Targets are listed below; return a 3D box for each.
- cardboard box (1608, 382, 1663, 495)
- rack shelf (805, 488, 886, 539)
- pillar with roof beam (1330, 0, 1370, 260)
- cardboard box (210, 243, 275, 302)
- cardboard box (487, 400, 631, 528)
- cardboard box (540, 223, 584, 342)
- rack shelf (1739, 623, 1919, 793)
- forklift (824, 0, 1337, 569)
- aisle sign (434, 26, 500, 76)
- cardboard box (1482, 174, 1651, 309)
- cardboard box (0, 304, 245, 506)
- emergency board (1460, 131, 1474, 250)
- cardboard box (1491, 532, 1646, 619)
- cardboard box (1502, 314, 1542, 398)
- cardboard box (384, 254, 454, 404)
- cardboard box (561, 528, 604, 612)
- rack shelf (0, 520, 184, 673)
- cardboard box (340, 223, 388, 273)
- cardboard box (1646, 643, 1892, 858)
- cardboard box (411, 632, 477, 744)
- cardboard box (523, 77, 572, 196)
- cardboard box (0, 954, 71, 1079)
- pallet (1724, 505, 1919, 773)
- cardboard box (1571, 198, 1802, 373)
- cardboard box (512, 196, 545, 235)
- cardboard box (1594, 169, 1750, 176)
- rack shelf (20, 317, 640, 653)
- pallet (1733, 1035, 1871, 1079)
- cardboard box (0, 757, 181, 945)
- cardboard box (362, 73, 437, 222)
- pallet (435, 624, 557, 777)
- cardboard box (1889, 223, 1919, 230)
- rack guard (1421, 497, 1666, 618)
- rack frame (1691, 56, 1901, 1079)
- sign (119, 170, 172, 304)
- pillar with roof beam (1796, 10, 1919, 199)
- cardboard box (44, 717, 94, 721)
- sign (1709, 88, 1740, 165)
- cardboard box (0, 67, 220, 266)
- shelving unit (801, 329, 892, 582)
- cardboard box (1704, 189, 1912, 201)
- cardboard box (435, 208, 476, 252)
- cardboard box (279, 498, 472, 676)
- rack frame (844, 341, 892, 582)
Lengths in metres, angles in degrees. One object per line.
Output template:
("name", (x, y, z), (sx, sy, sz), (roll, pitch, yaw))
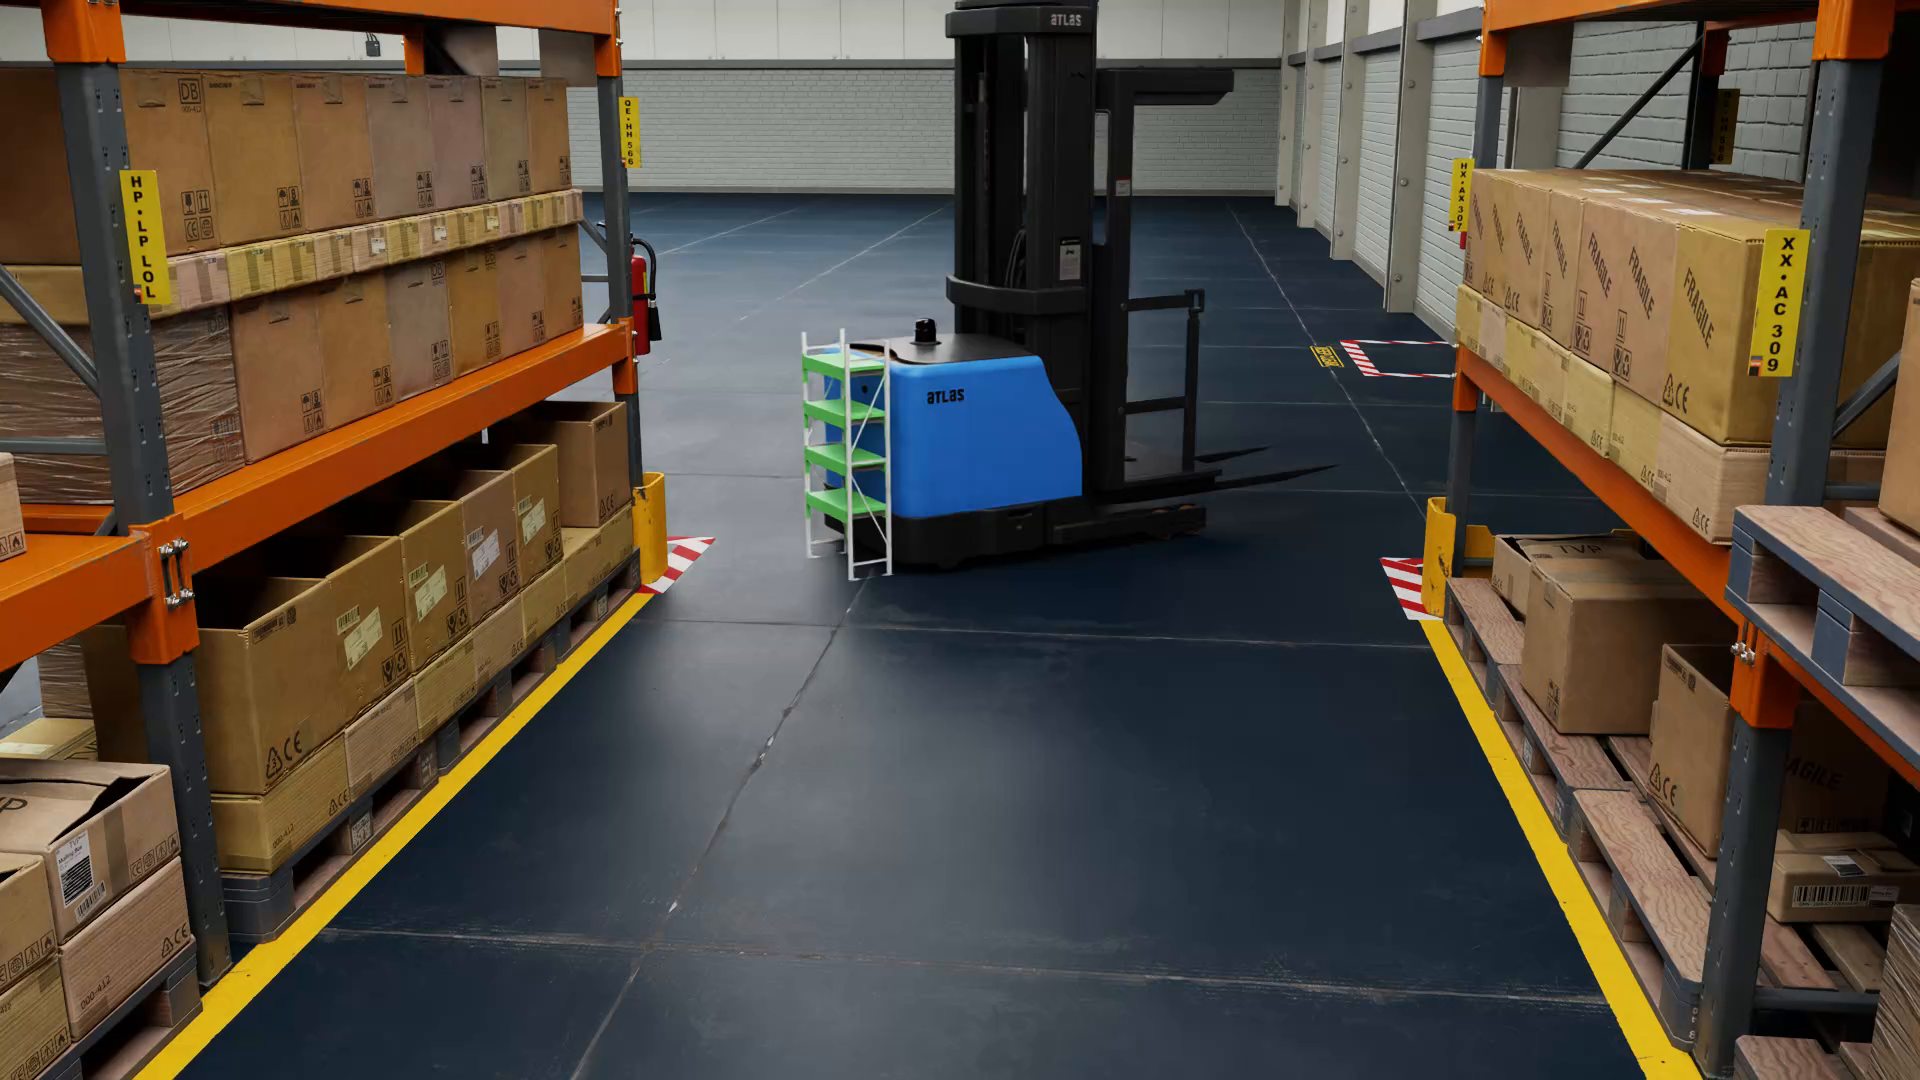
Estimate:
("cardboard box", (2.184, -0.292, 4.746), (0.500, 0.250, 0.500), (2, 15, 7))
("rack shelf", (-0.580, -0.148, 8.576), (0.258, 0.148, 0.480), (-9, 17, -29))
("pillar with roof beam", (1.352, -8.616, 23.786), (9.100, 9.000, 0.400), (2, 15, 6))
("cardboard box", (-2.277, -0.797, 4.928), (0.380, 0.149, 0.250), (1, 15, 5))
("cardboard box", (-1.869, -0.366, 7.796), (0.500, 0.500, 0.500), (2, 15, 6))
("cardboard box", (-2.170, -1.204, 7.677), (0.700, 0.500, 0.500), (2, 15, 6))
("rack shelf", (2.141, 0.772, 1.940), (1.077, 0.370, 4.000), (2, 15, 6))
("forklift", (0.784, -1.527, 9.192), (3.031, 2.935, 1.130), (-9, 17, -29))
("aisle sign", (-2.401, -2.558, 7.894), (0.394, 0.787, 0.004), (2, 15, 6))
("cardboard box", (2.400, -1.188, 6.622), (0.500, 0.500, 0.500), (2, 15, 6))
("cardboard box", (-2.512, -0.403, 4.713), (0.700, 0.500, 0.500), (1, 15, 5))
("emergency board", (4.593, -3.121, 14.956), (0.194, 1.169, 0.643), (2, 15, 6))
("cardboard box", (2.651, 0.131, 7.241), (0.500, 0.311, 0.500), (0, 15, 0))
("cardboard box", (2.340, -0.685, 6.197), (0.500, 0.250, 0.500), (1, 15, 5))
("cardboard box", (-2.342, -0.803, 6.192), (0.700, 0.500, 0.500), (2, 15, 8))
("cardboard box", (-1.916, 0.126, 7.414), (0.500, 0.250, 0.500), (2, 15, 6))
("rack shelf", (-2.781, 0.627, 2.476), (1.077, 0.370, 4.000), (2, 15, 6))
("cardboard box", (-2.191, -0.999, 5.676), (0.380, 0.149, 0.250), (1, 15, 5))
("cardboard box", (2.444, 0.630, 5.033), (0.500, 0.500, 0.500), (1, 15, 2))
("cardboard box", (-2.079, 0.515, 5.974), (0.500, 0.250, 0.500), (2, 15, 6))
("cardboard box", (-2.176, -1.817, 7.457), (0.700, 0.500, 0.500), (2, 15, 6))
("cardboard box", (-2.373, 1.133, 3.690), (0.500, 0.250, 0.500), (1, 15, 5))
("pallet", (2.136, 0.192, 3.072), (1.003, 0.211, 1.213), (2, 15, 6))
("cardboard box", (2.231, -0.785, 5.132), (0.500, 0.500, 0.500), (1, 15, 5))
("cardboard box", (-2.015, -1.399, 7.155), (0.380, 0.149, 0.250), (1, 15, 5))
("cardboard box", (2.976, -1.302, 7.045), (0.500, 0.500, 0.500), (2, 15, 6))
("rack shelf", (-2.330, -0.411, 6.312), (1.077, 0.370, 4.000), (2, 15, 6))
("pallet", (2.281, 1.454, 3.381), (1.003, 0.211, 1.213), (2, 15, 6))
("cardboard box", (-2.316, 0.728, 4.111), (0.500, 0.311, 0.500), (2, 15, 6))
("cardboard box", (-2.342, -1.420, 5.988), (0.700, 0.500, 0.500), (2, 15, 6))
("pallet", (-2.289, 0.584, 6.596), (1.003, 0.211, 1.213), (2, 15, 6))
("cardboard box", (2.628, -0.509, 4.111), (0.500, 0.500, 0.500), (1, 15, 5))
("rack guard", (2.810, 0.095, 7.854), (1.175, 0.500, 0.348), (2, 15, 6))
("rack frame", (2.367, -0.094, 3.764), (1.000, 3.000, 0.127), (2, 15, 6))
("sign", (-2.015, -0.746, 4.110), (0.100, 0.325, 0.005), (2, 15, 6))
("pillar with roof beam", (-0.679, -3.947, 6.521), (9.100, 9.000, 0.400), (2, 15, 6))
("cardboard box", (-2.654, 0.629, 5.551), (0.500, 0.250, 0.500), (2, 15, 6))
("sign", (3.368, -1.822, 7.329), (0.100, 0.325, 0.005), (2, 15, 6))
("cardboard box", (-2.512, -1.029, 4.544), (0.700, 0.500, 0.500), (2, 15, 7))
("shelving unit", (-0.580, -0.442, 8.497), (0.258, 1.200, 0.503), (-9, 17, -29))
("cardboard box", (2.799, -0.907, 5.584), (0.500, 0.500, 0.500), (2, 15, 7))
("cardboard box", (-2.103, -1.197, 6.410), (0.380, 0.149, 0.250), (2, 15, 8))
("cardboard box", (-2.079, 0.153, 5.876), (0.500, 0.500, 0.500), (2, 15, 6))
("rack frame", (-0.456, -0.387, 8.294), (0.240, 1.200, 0.015), (-9, 17, -29))
